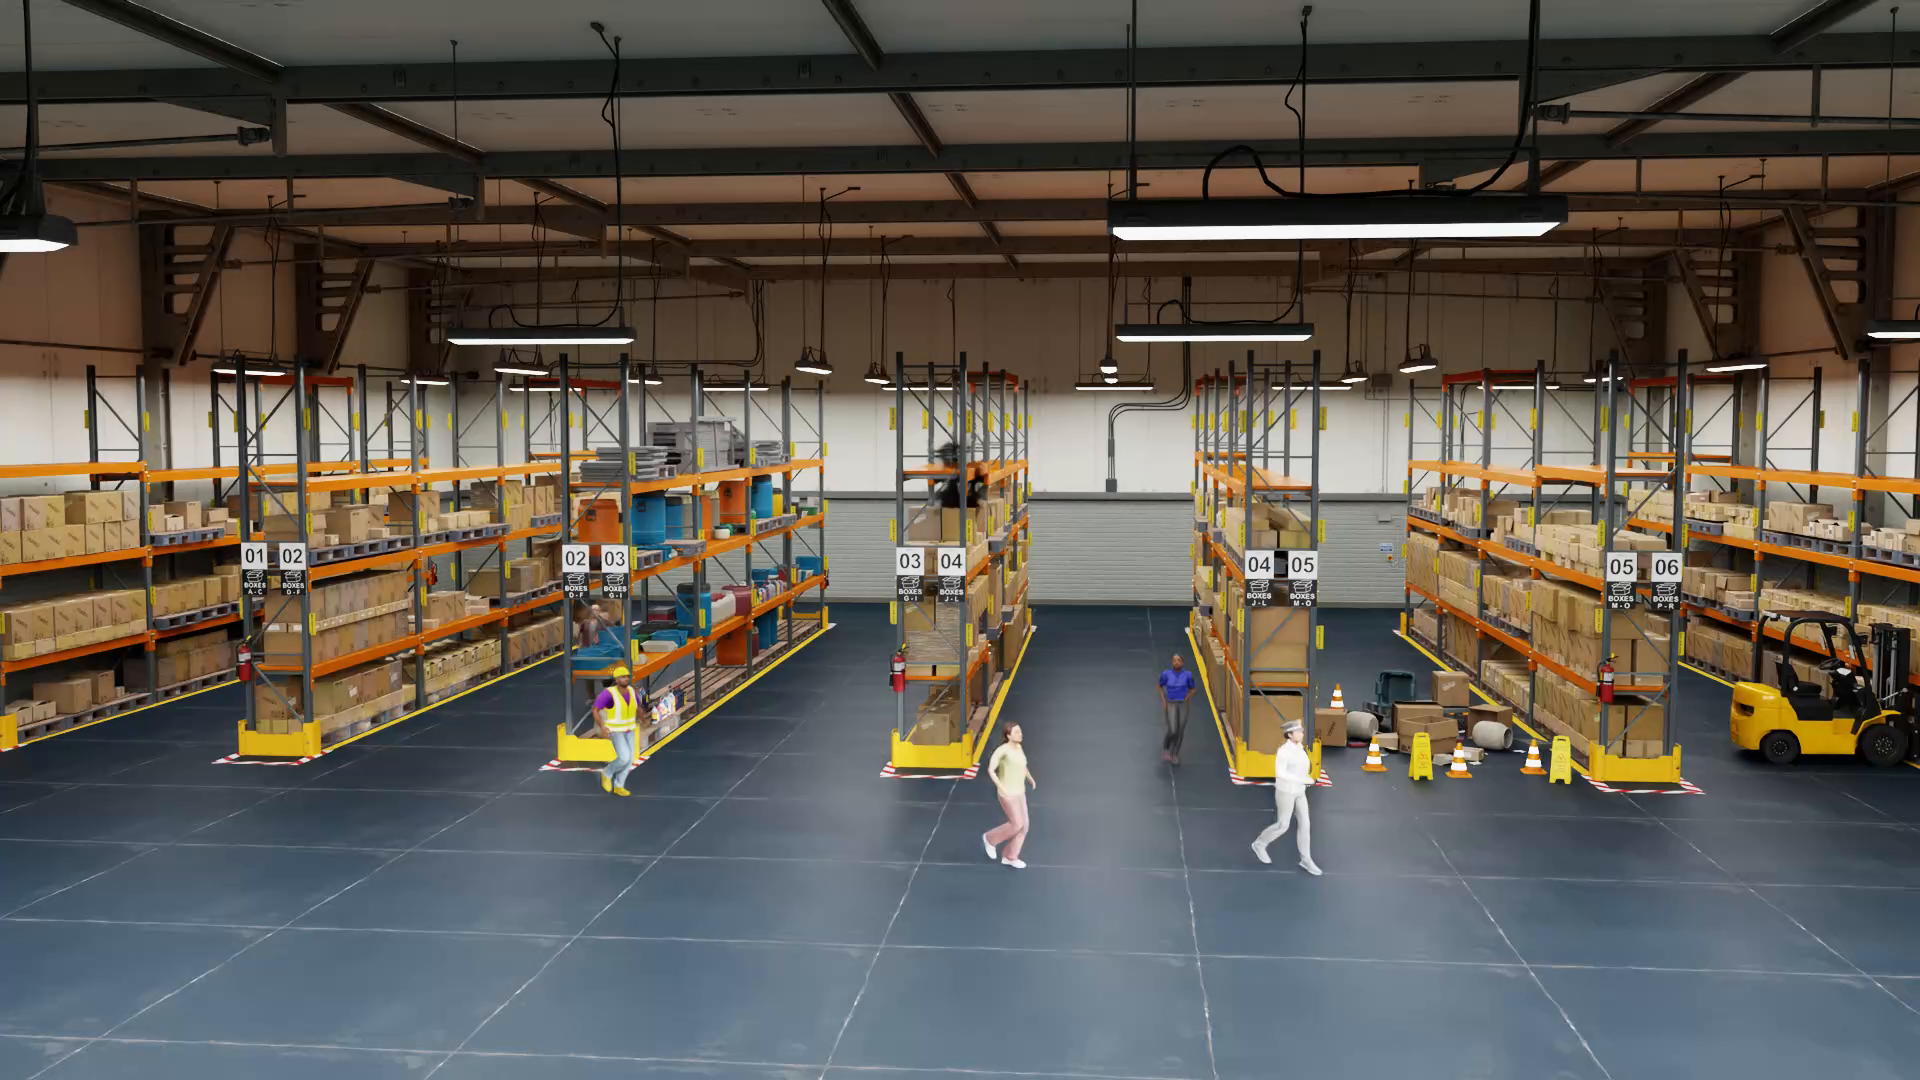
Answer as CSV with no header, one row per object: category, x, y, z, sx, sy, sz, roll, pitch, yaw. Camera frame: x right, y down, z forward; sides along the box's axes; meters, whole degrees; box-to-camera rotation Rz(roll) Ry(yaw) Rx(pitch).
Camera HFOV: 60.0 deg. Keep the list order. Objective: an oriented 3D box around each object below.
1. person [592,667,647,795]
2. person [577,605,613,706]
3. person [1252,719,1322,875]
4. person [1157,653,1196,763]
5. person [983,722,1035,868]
person,-4.518,2.556,22.283,0.574,1.732,0.712,3,5,38
person,-6.466,2.024,29.498,0.719,1.752,0.980,0,4,3
person,3.674,2.837,18.582,0.825,1.724,0.632,4,5,41
person,3.177,2.465,24.262,0.560,1.621,0.582,0,4,0
person,0.547,2.856,18.787,0.544,1.640,0.596,3,5,36
